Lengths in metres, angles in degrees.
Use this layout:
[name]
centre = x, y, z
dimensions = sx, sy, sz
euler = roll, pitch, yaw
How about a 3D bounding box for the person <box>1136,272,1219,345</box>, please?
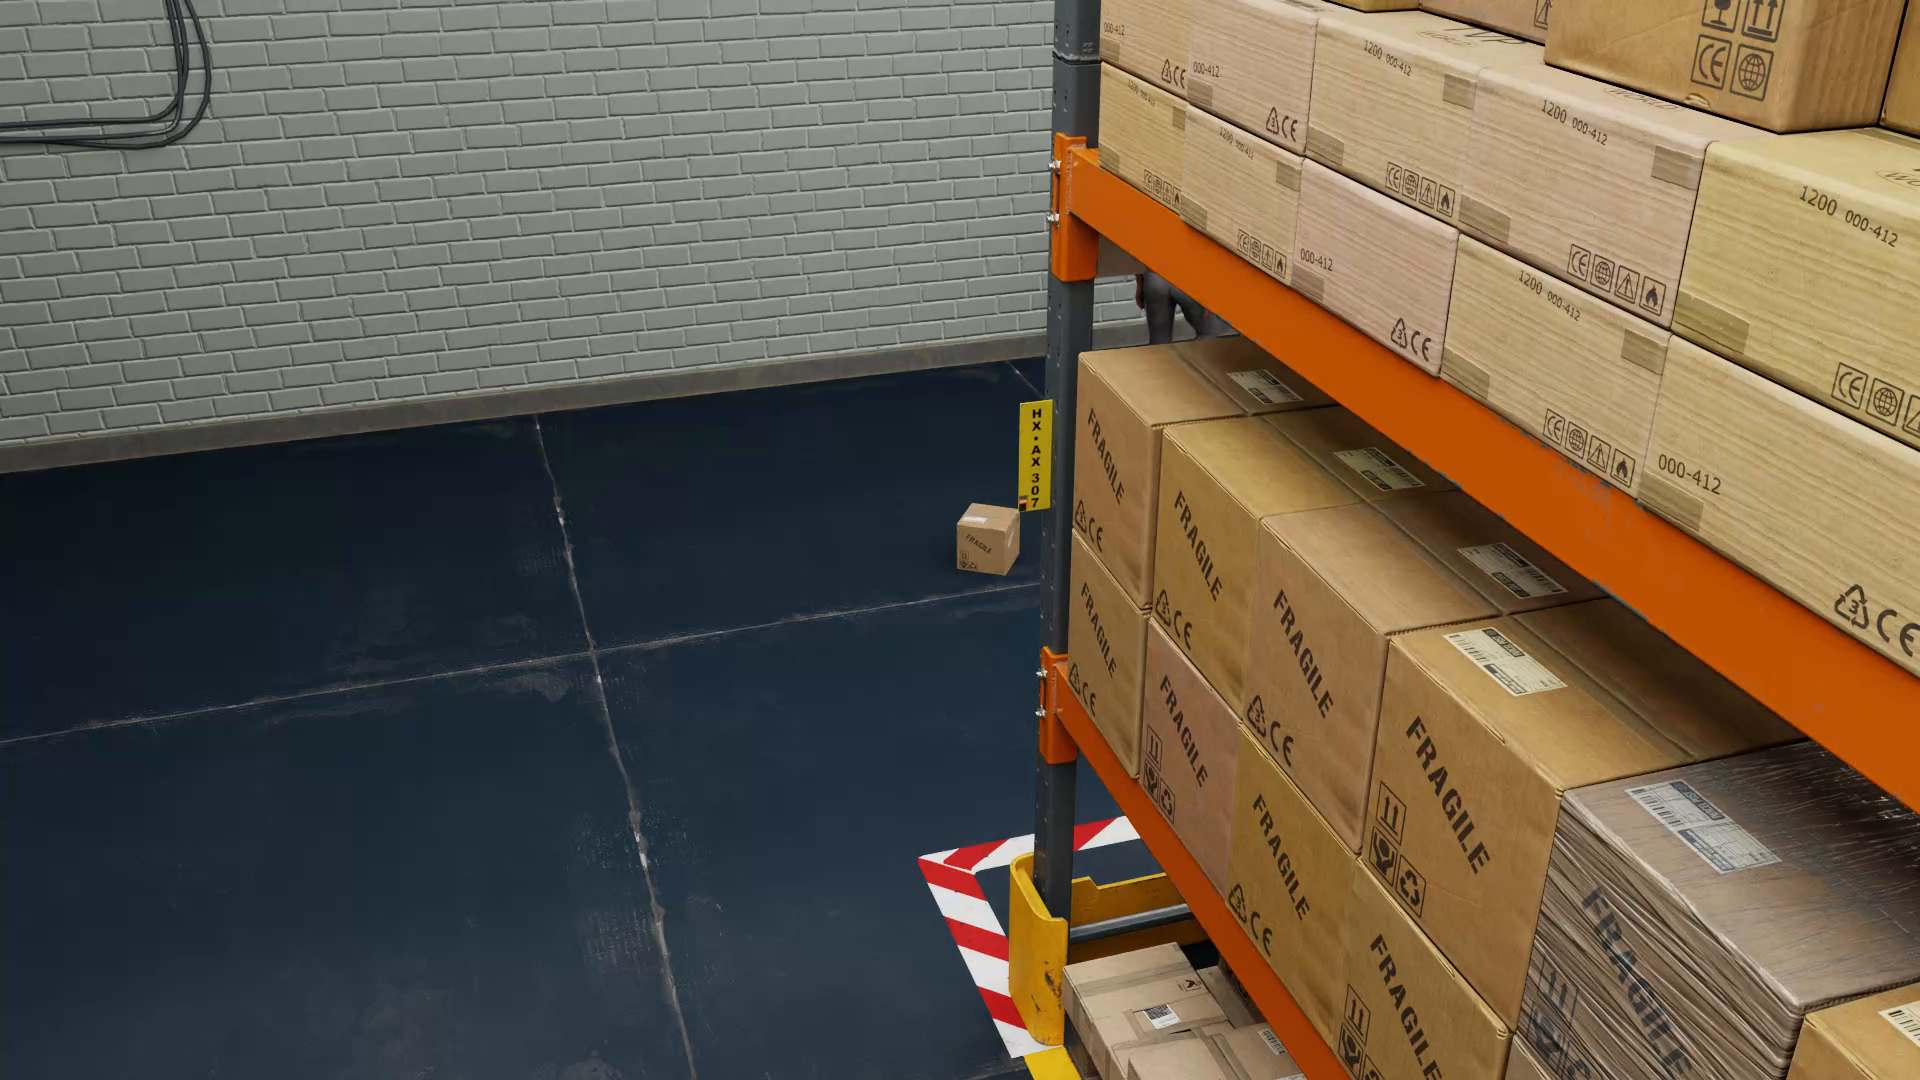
[person]
centre = 1.235, -1.443, 9.496
dimensions = 0.474, 1.676, 0.397
euler = 11, 28, 20
